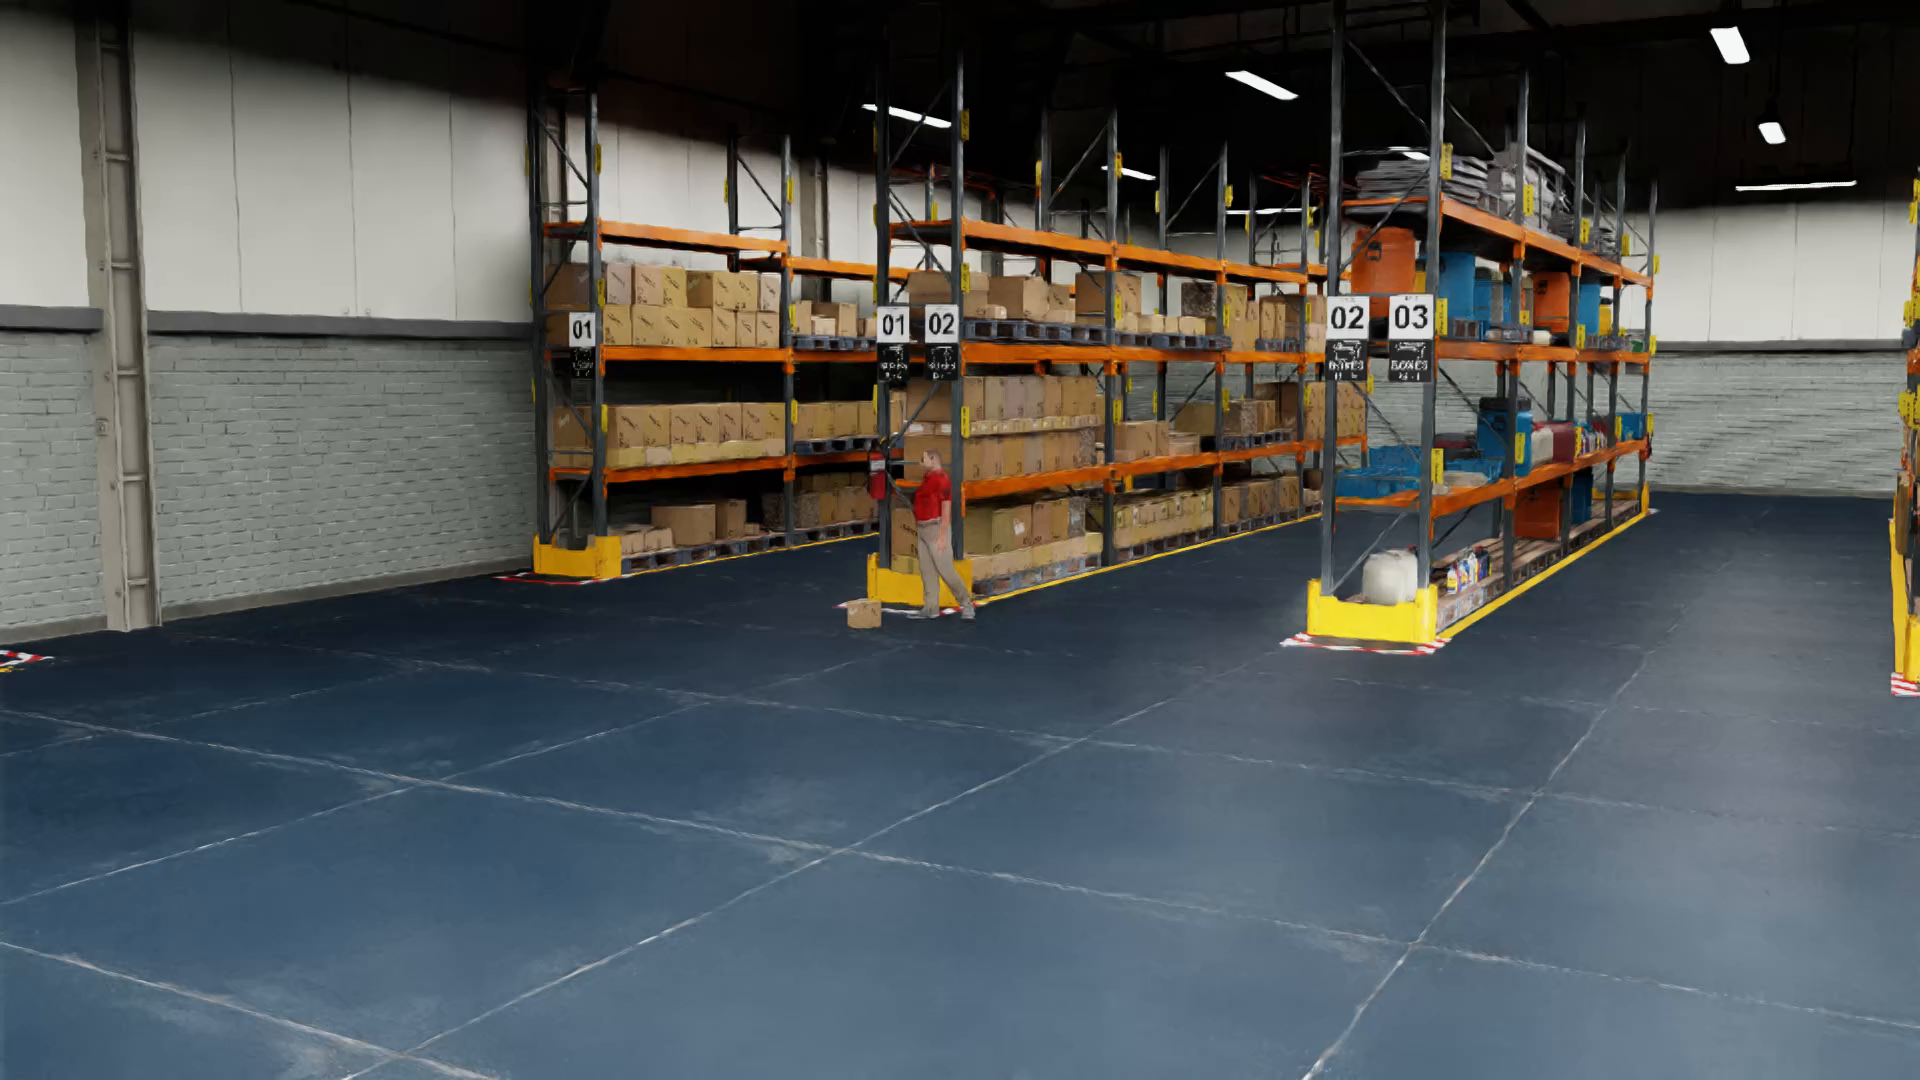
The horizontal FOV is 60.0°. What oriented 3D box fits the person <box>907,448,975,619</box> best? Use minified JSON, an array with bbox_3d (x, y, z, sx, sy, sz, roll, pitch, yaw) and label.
[{"bbox_3d":[-0.180,-0.060,16.729,0.623,1.725,0.649,-2,6,-22],"label":"person"}]
